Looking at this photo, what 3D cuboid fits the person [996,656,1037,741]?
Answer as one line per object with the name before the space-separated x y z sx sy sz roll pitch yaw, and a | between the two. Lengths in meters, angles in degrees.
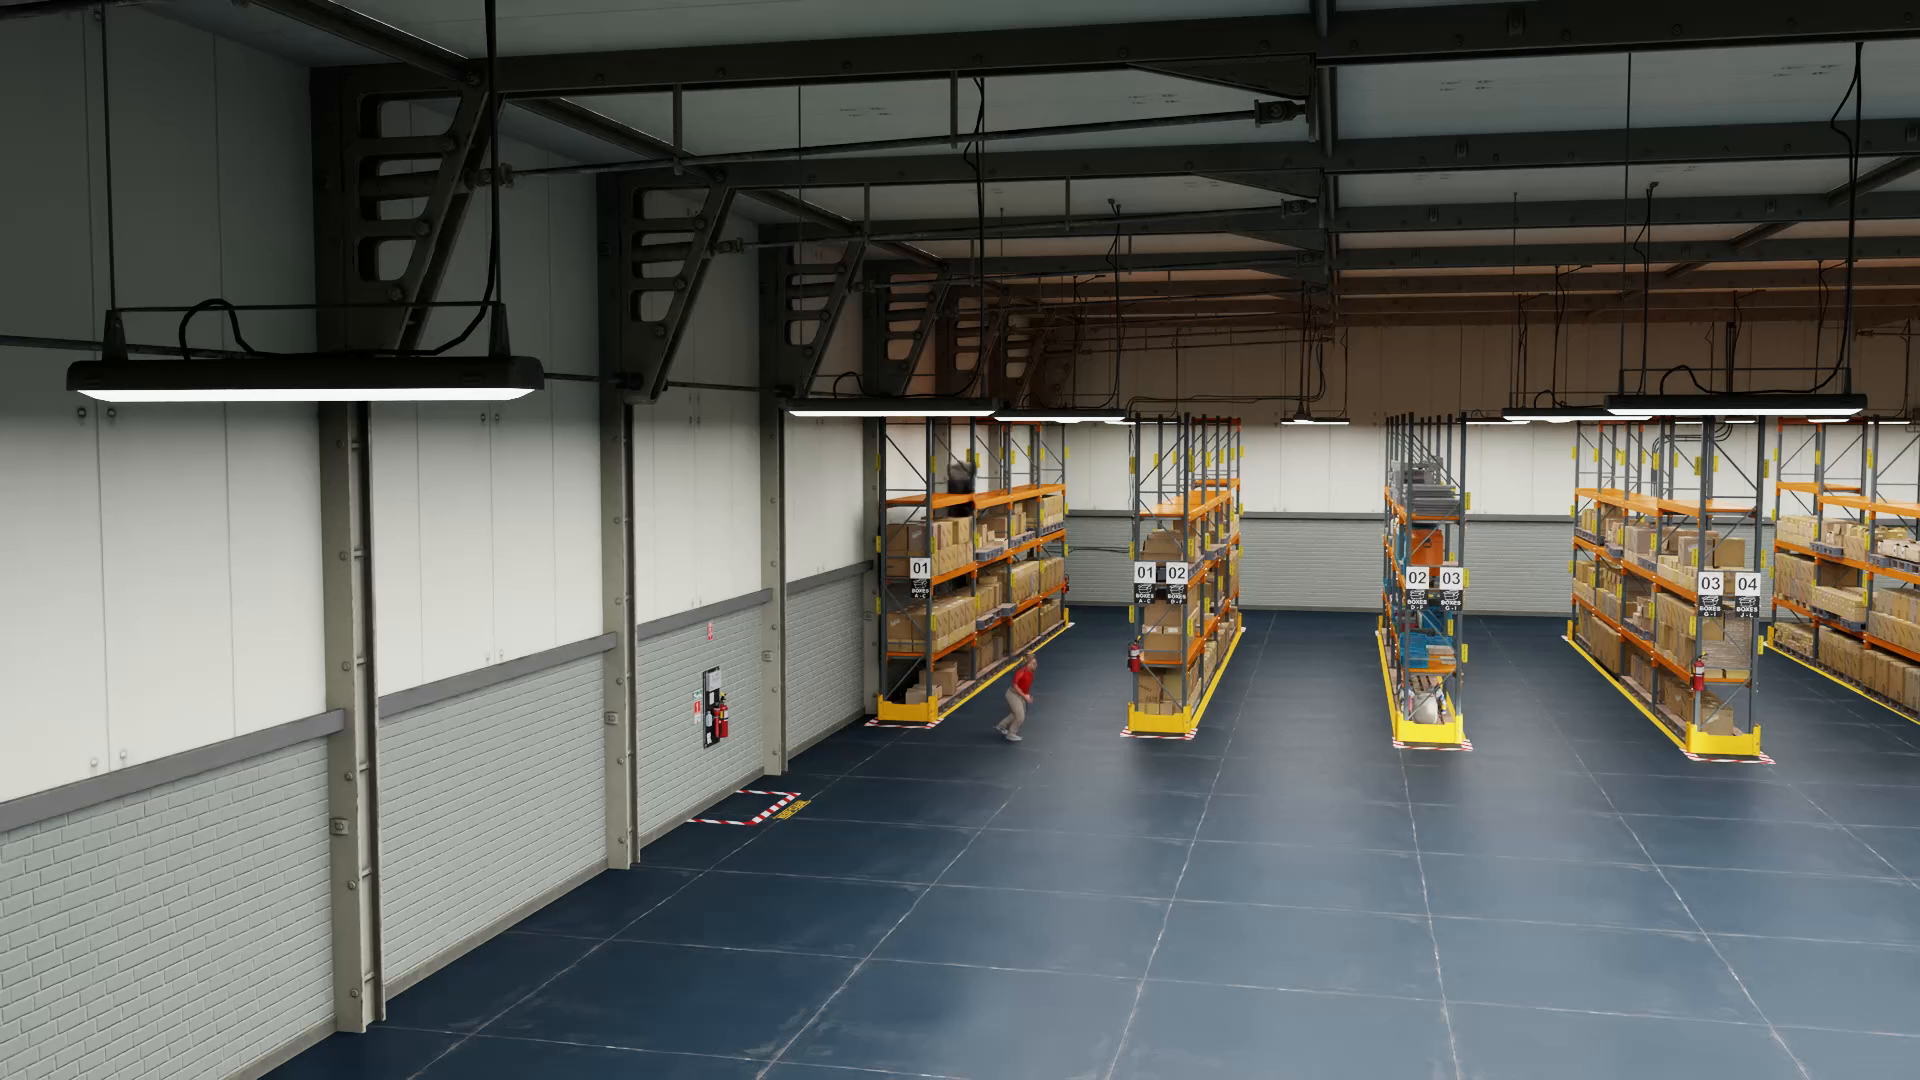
person | 1.028 2.883 30.417 0.878 1.574 0.668 2 4 23
